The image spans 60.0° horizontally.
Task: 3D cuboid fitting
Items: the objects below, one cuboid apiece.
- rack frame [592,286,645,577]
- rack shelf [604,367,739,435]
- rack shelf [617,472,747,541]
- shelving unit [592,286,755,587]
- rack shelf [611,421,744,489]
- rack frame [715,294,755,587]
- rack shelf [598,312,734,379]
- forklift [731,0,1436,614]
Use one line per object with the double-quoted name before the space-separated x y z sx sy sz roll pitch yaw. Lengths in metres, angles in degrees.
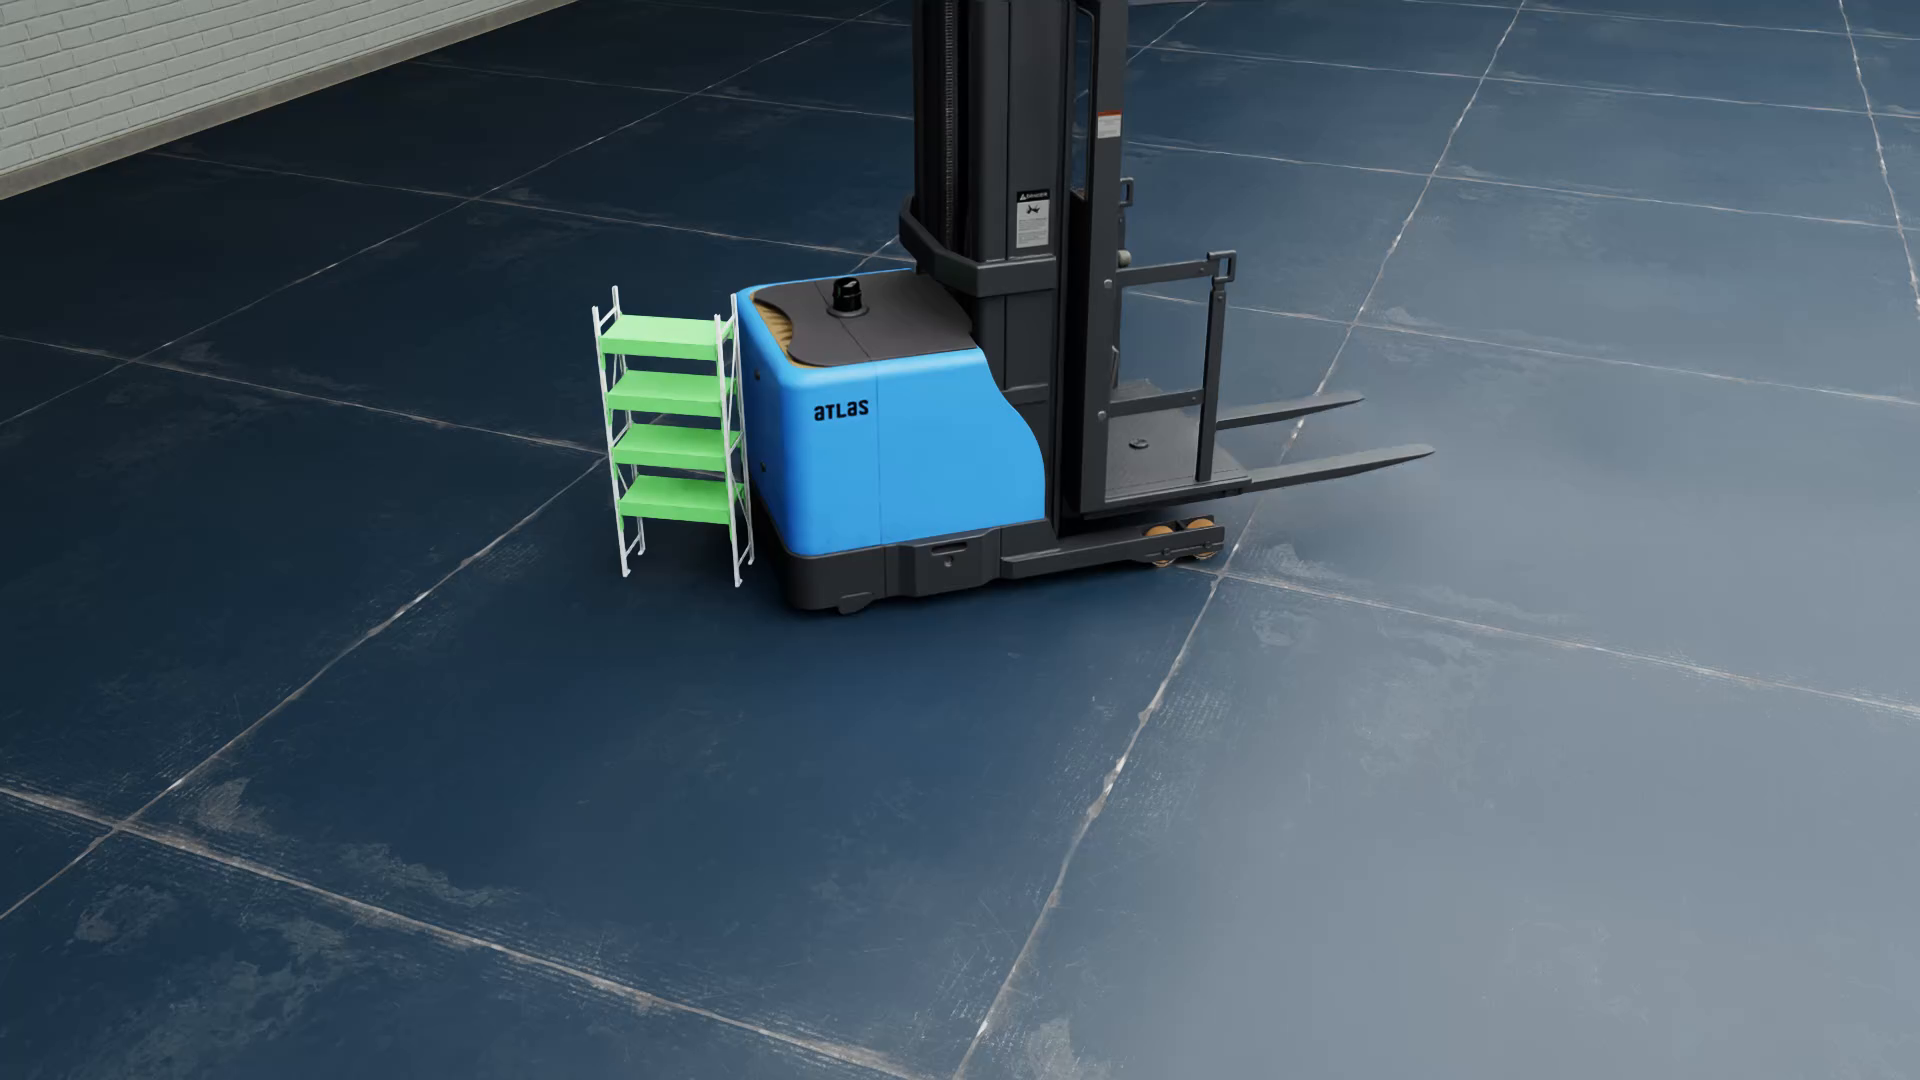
"rack frame" -1.386 -0.426 6.784 0.015 1.200 0.240 5 30 8
"rack shelf" -1.146 -0.559 6.661 0.480 0.148 0.258 5 30 8
"rack shelf" -1.146 -0.141 6.897 0.480 0.148 0.258 5 30 8
"shelving unit" -1.146 -0.405 6.748 0.503 1.200 0.258 5 30 8
"rack shelf" -1.146 -0.350 6.779 0.480 0.148 0.258 5 30 8
"rack frame" -0.905 -0.385 6.712 0.015 1.200 0.240 5 30 8
"rack shelf" -1.146 -0.768 6.543 0.480 0.148 0.258 5 30 8
"forklift" 0.610 -1.403 6.753 3.031 2.935 1.130 -9 31 -16
